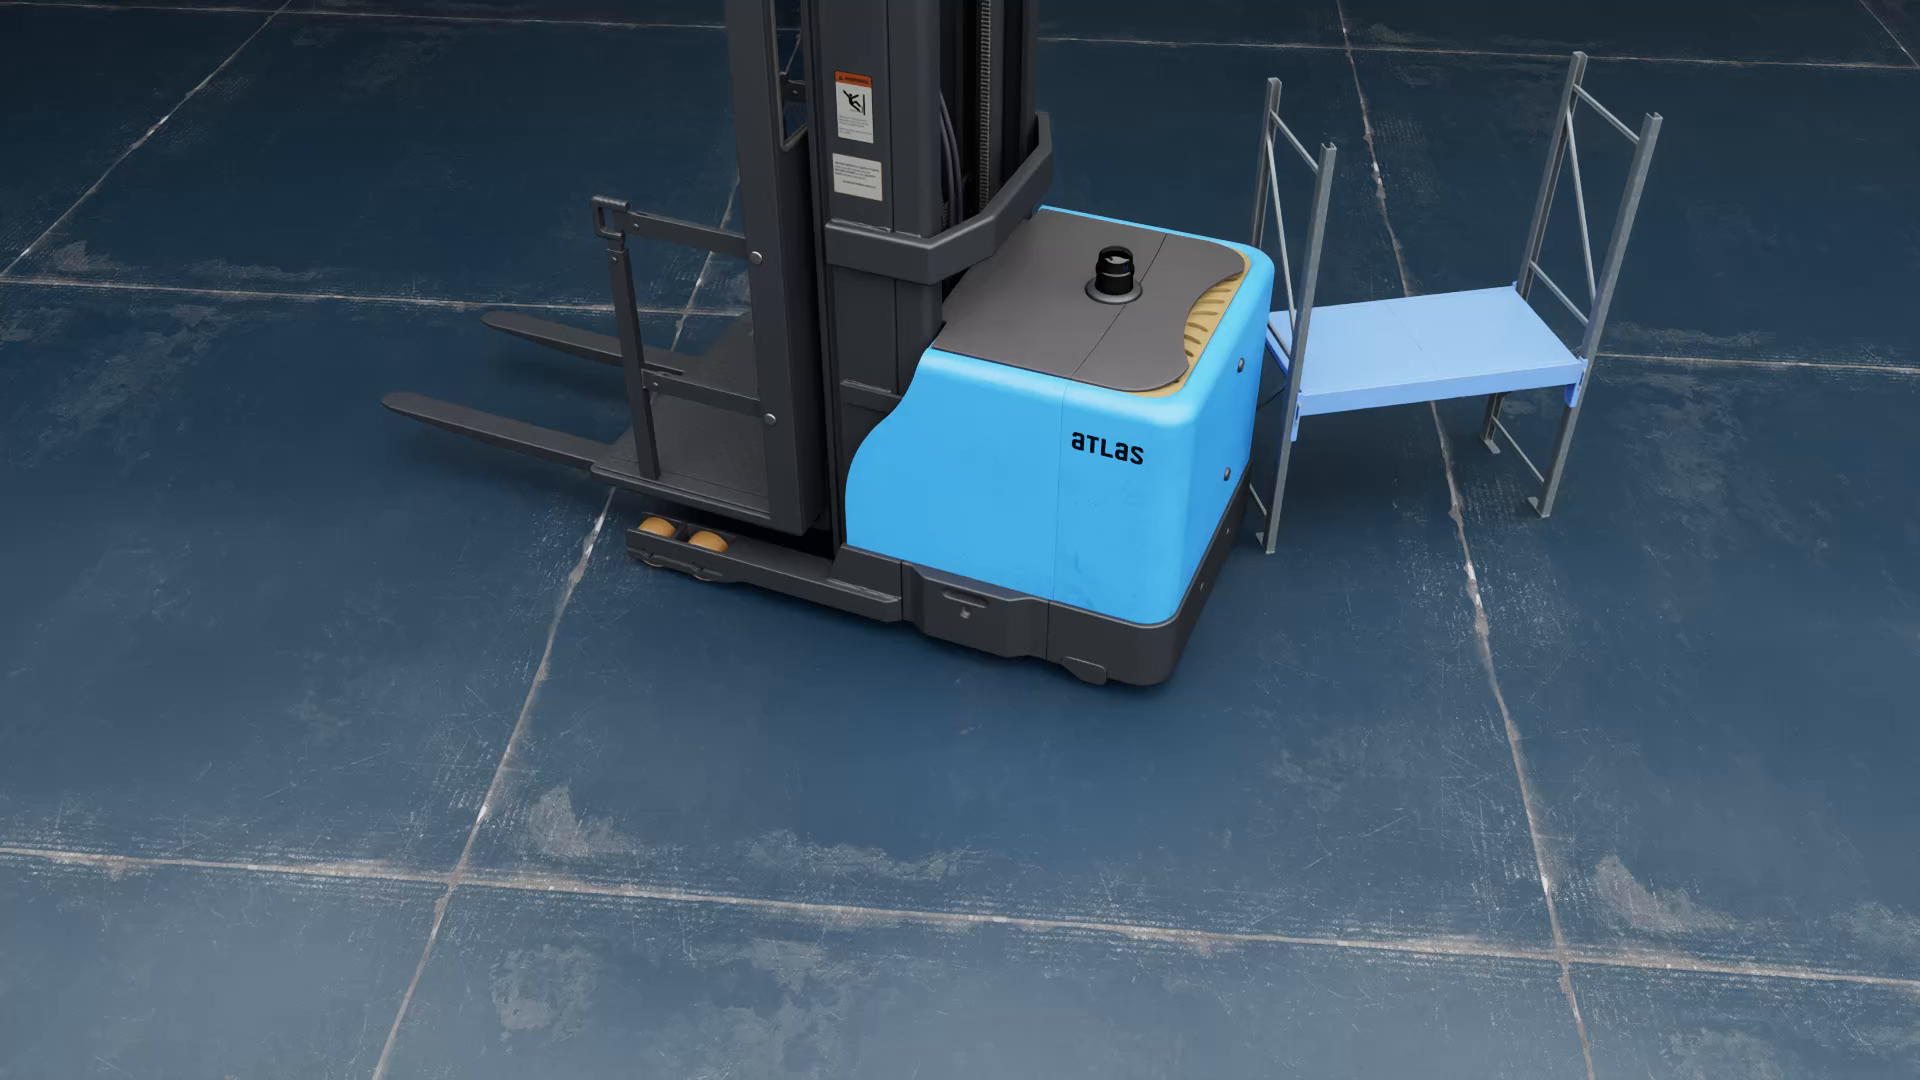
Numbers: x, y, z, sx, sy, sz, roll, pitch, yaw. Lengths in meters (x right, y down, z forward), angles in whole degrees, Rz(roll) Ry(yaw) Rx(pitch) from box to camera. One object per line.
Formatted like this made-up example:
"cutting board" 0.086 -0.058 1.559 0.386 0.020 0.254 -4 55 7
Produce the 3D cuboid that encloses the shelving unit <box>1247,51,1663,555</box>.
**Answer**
"shelving unit" 1.510 -0.751 5.485 1.048 1.500 0.538 -7 40 -9

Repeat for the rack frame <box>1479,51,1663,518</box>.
"rack frame" 2.008 -0.814 5.563 0.032 1.500 0.500 -7 40 -9

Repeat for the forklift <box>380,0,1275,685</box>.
"forklift" -0.576 -1.290 5.012 3.031 2.935 1.130 15 41 17

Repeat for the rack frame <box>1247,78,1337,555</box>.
"rack frame" 1.012 -0.687 5.407 0.032 1.500 0.500 -7 40 -9

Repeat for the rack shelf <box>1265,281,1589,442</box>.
"rack shelf" 1.510 -0.611 5.598 1.000 0.185 0.538 -7 40 -9
